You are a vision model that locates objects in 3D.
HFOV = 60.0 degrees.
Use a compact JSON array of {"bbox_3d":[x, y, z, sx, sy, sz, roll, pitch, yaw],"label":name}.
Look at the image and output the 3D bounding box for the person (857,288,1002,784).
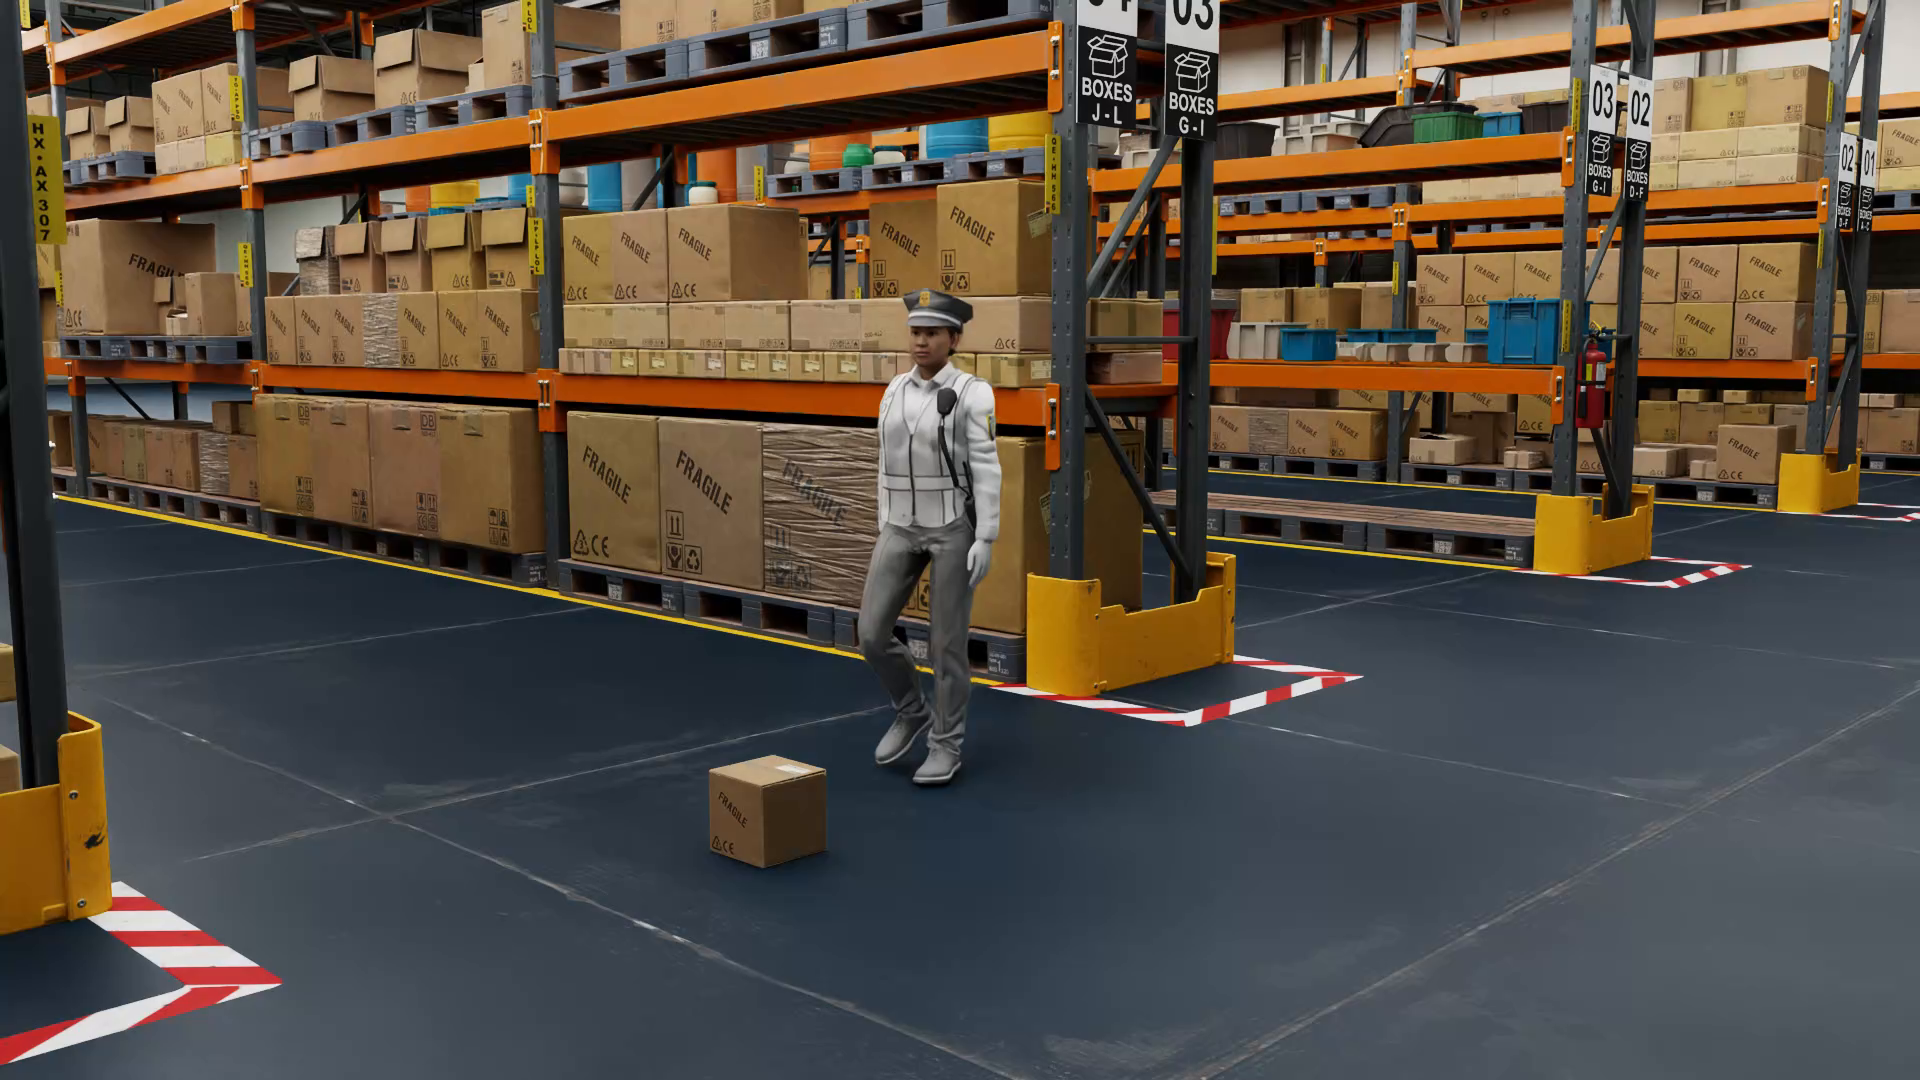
[{"bbox_3d":[-0.095,-0.012,5.704,0.503,1.684,0.407,4,8,27],"label":"person"}]
